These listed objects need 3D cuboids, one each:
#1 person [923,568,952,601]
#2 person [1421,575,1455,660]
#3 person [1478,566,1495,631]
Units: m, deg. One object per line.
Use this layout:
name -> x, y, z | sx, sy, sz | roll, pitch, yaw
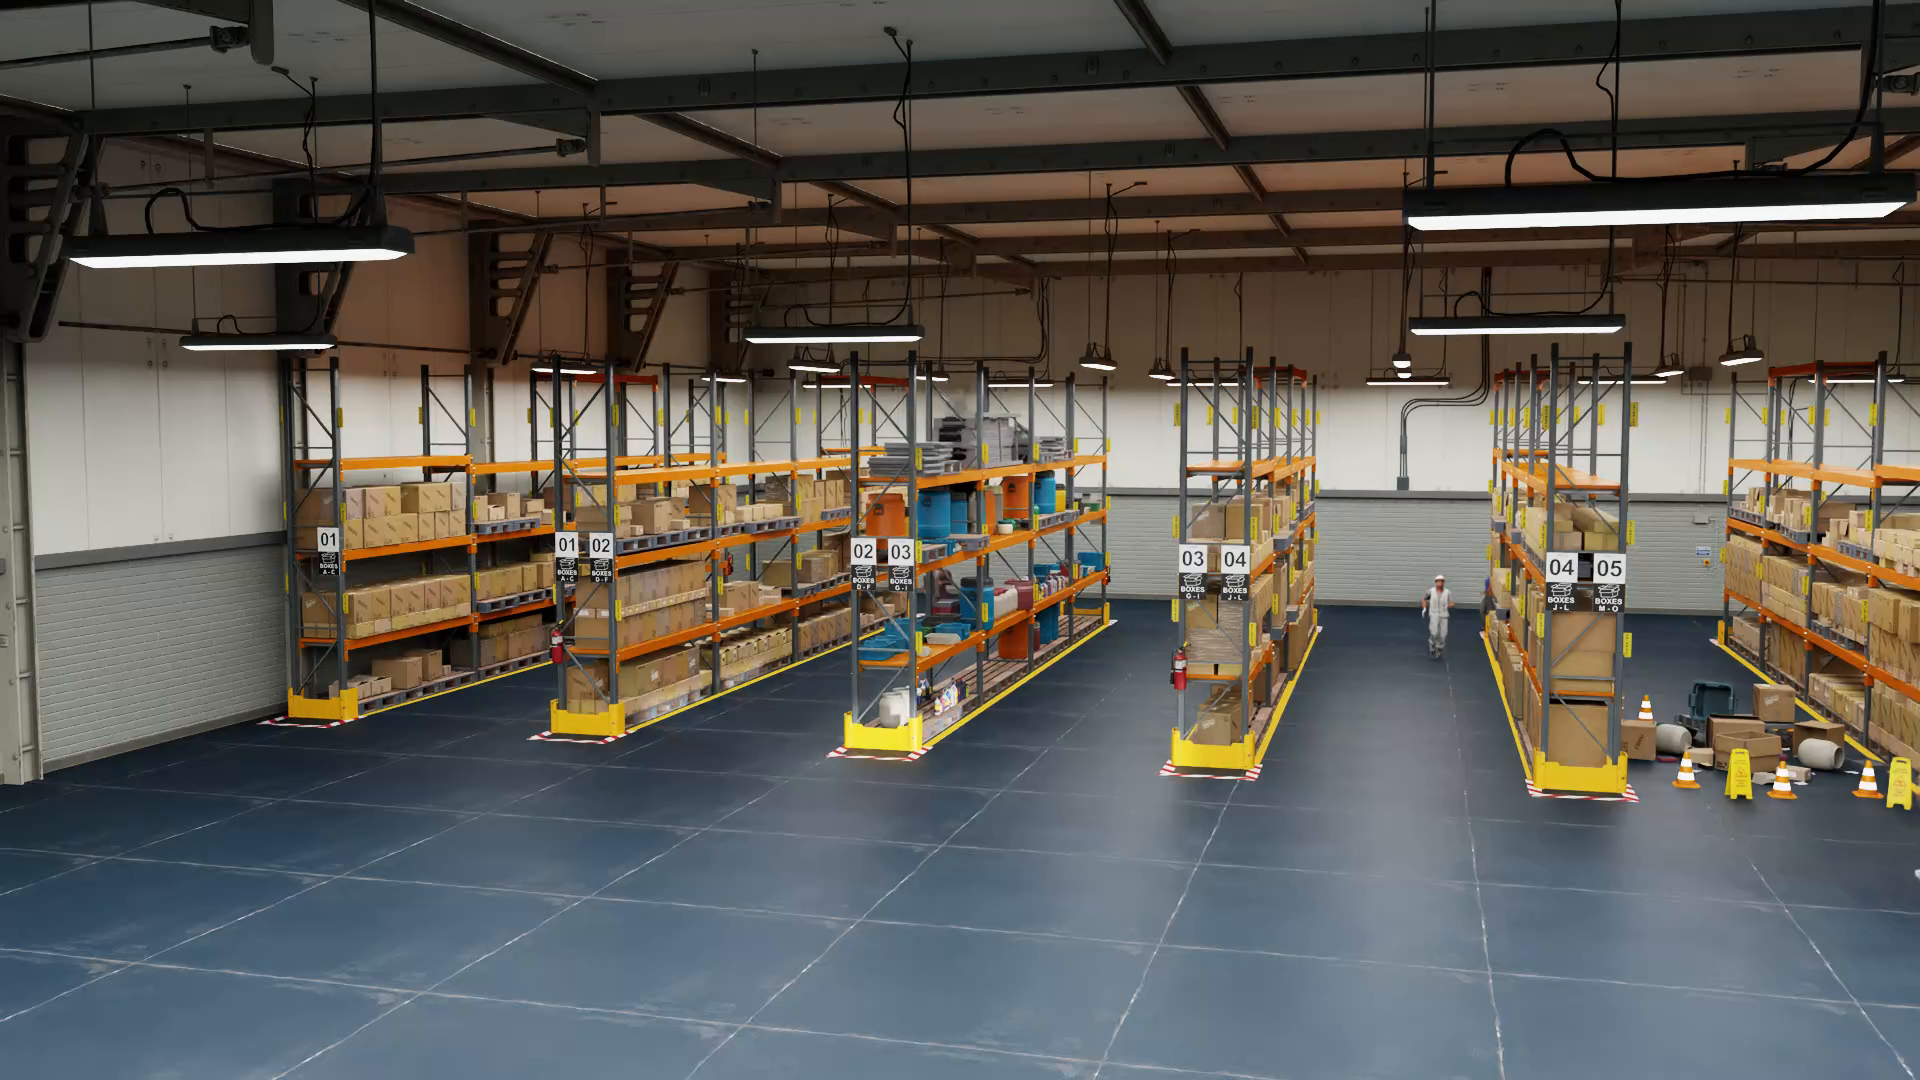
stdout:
person -> -0.520, 1.312, 38.264 | 0.669, 1.849, 0.832 | 0, 4, 2
person -> 9.829, 1.599, 34.147 | 0.641, 1.754, 0.667 | 1, 4, 9
person -> 12.482, 1.336, 38.971 | 0.681, 1.607, 0.580 | -1, 4, -7
